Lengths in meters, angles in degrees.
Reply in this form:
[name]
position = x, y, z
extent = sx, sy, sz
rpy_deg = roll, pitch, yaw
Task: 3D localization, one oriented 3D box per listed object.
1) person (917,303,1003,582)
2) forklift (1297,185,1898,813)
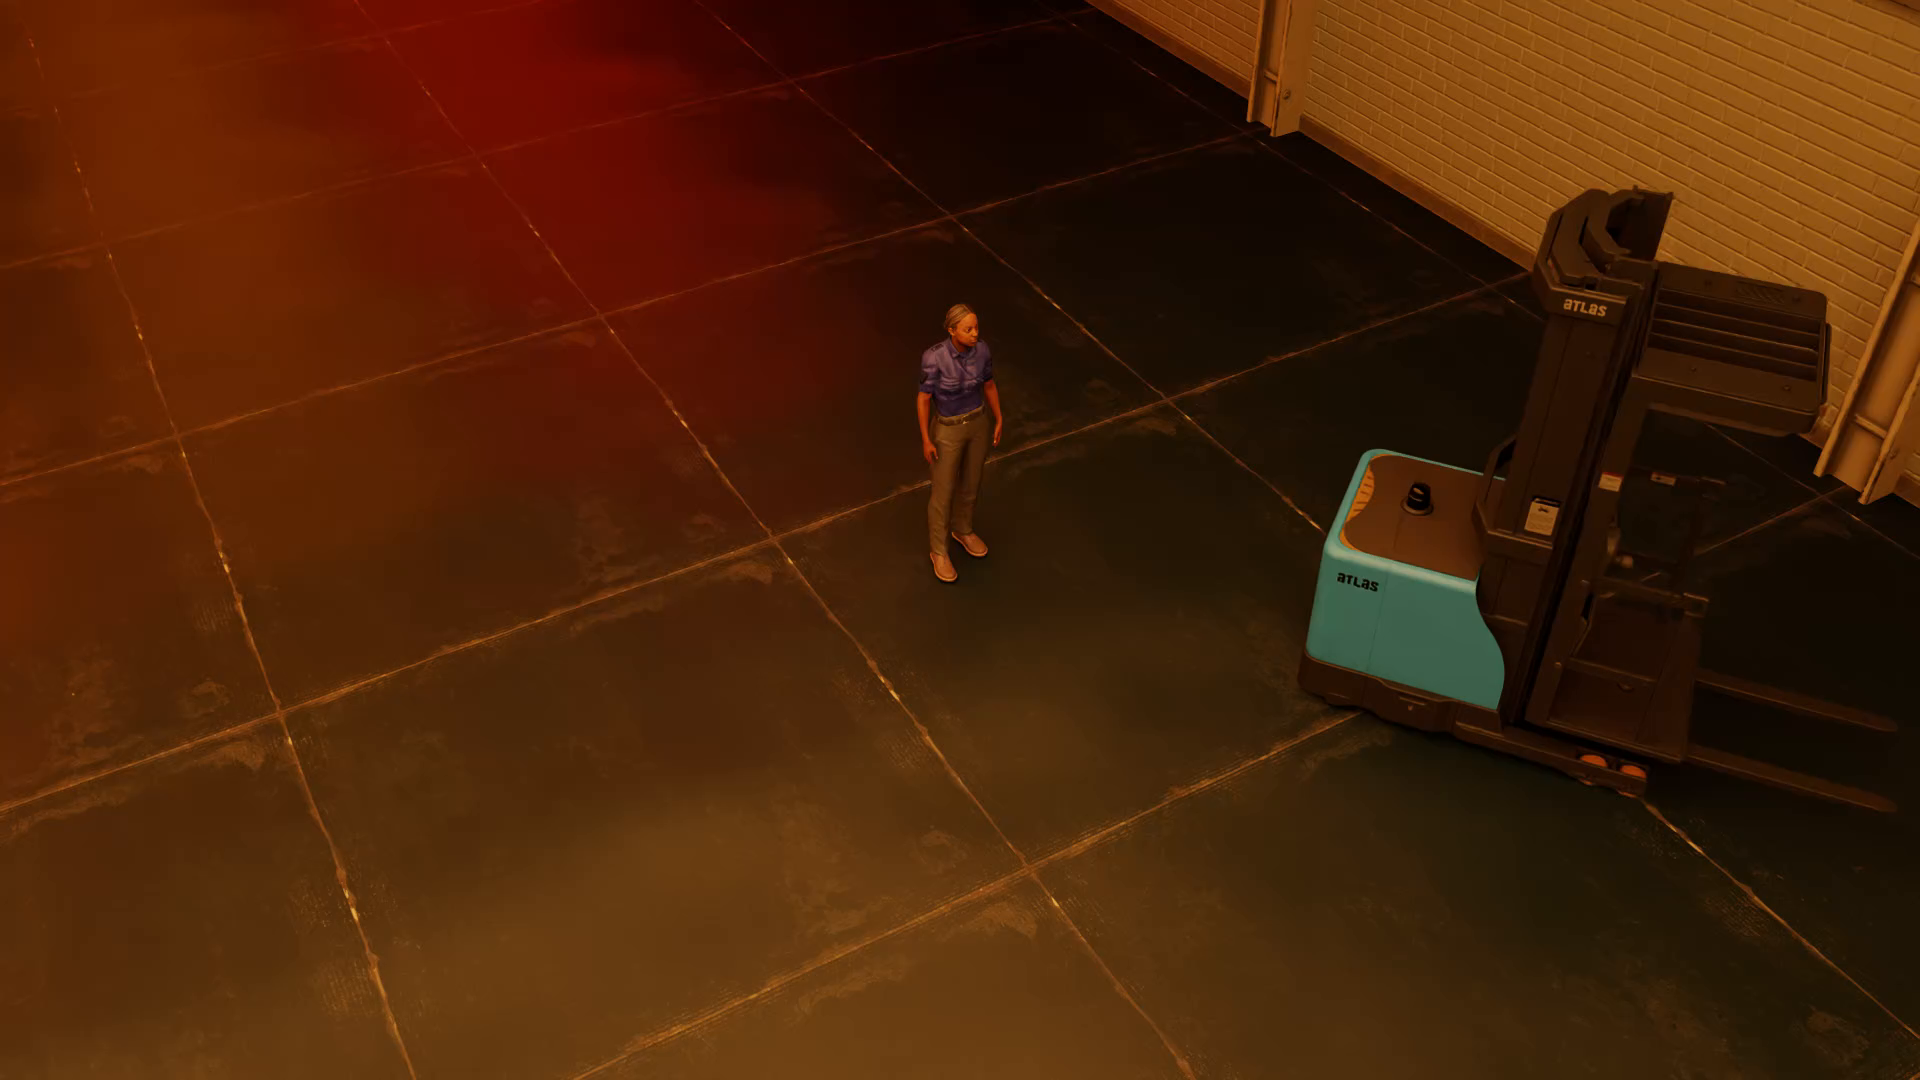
[person]
position = 0.027, -0.588, 9.733
extent = 0.569, 1.656, 0.503
rpy_deg = -20, 44, -23
[forklift]
position = 3.447, -0.173, 8.244
extent = 3.031, 2.935, 1.130
rpy_deg = 16, 42, 18
